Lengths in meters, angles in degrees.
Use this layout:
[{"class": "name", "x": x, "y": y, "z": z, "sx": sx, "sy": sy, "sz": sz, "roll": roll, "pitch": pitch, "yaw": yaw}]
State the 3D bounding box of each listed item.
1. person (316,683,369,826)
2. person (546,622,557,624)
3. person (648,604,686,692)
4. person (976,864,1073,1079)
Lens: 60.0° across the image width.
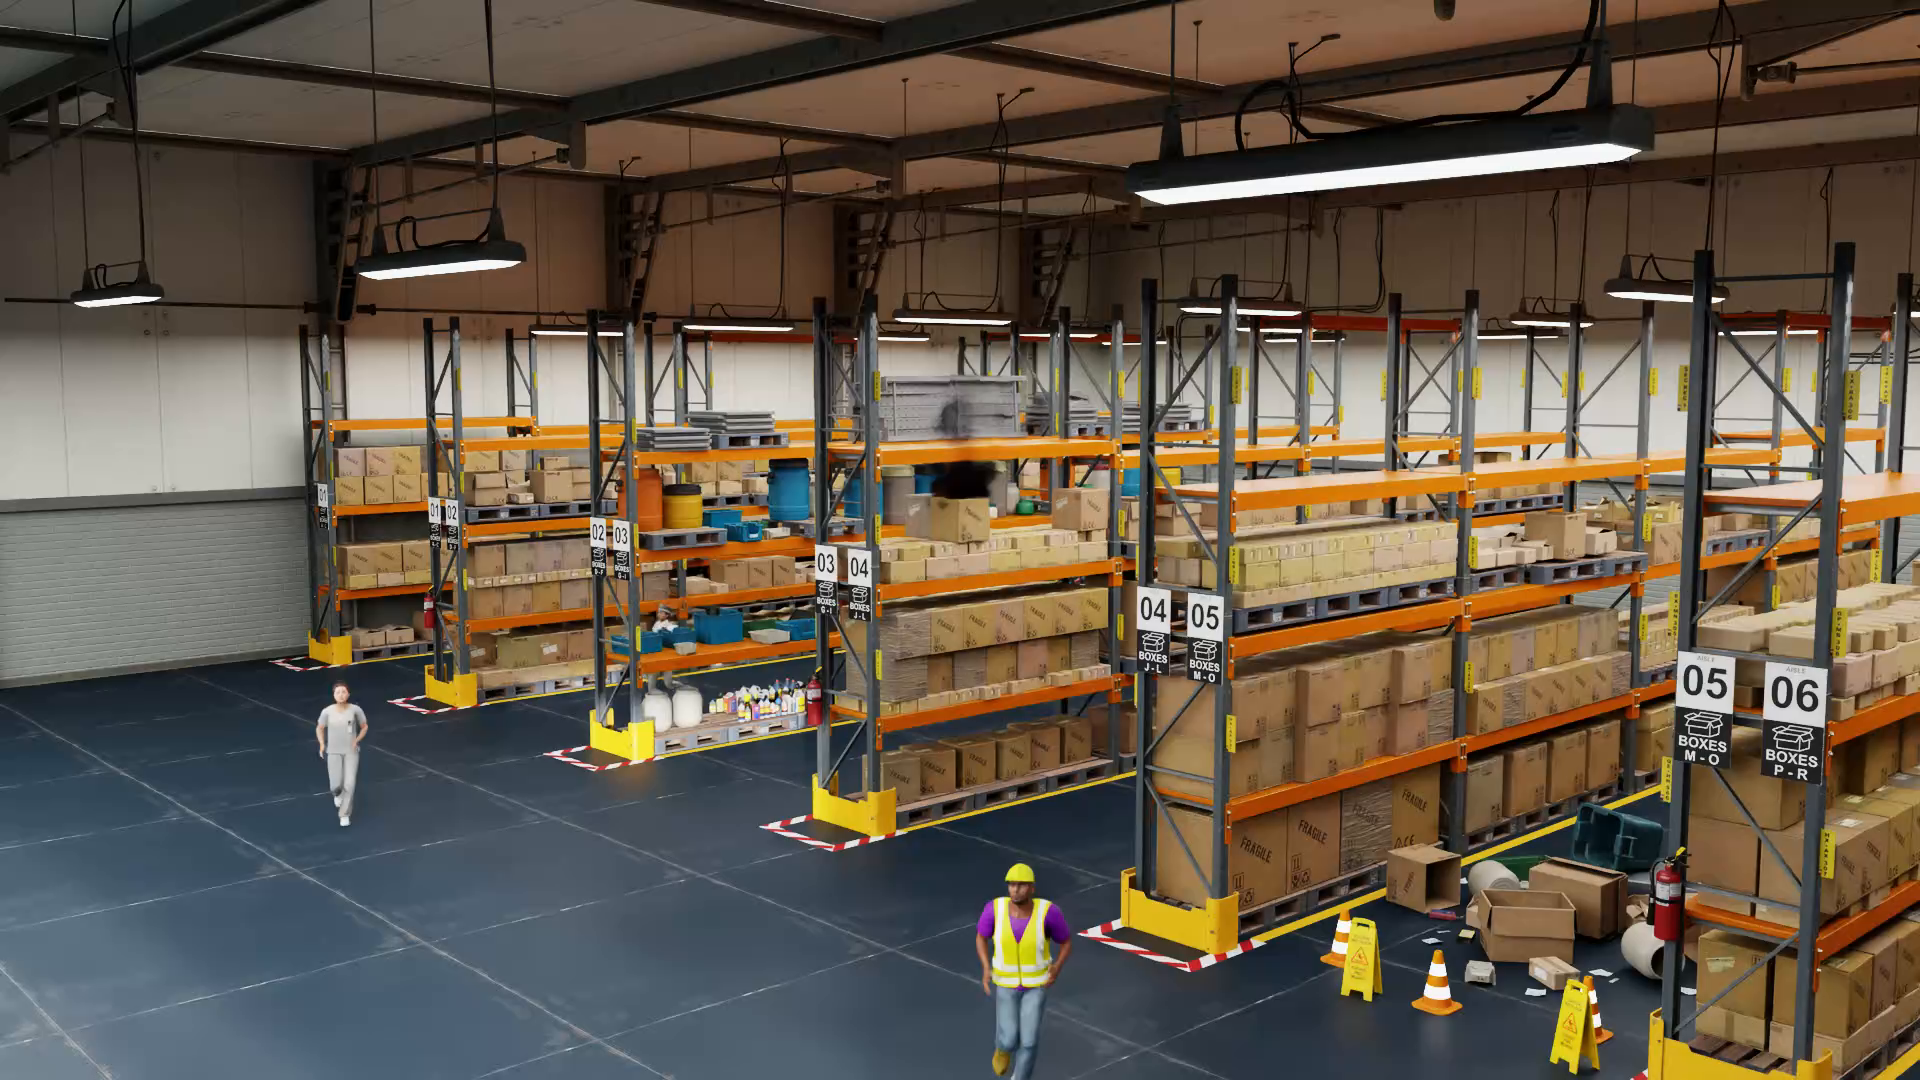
[{"class": "person", "x": -7.088, "y": 2.439, "z": 19.109, "sx": 0.565, "sy": 1.629, "sz": 0.573, "roll": -2, "pitch": 6, "yaw": -19}, {"class": "person", "x": -7.129, "y": 1.459, "z": 29.126, "sx": 0.537, "sy": 1.558, "sz": 0.549, "roll": 4, "pitch": 7, "yaw": 34}, {"class": "person", "x": -4.488, "y": 1.783, "z": 25.173, "sx": 0.624, "sy": 1.669, "sz": 0.856, "roll": 5, "pitch": 7, "yaw": 38}, {"class": "person", "x": 0.452, "y": 3.126, "z": 11.783, "sx": 0.691, "sy": 1.734, "sz": 0.632, "roll": 1, "pitch": 6, "yaw": 6}]
